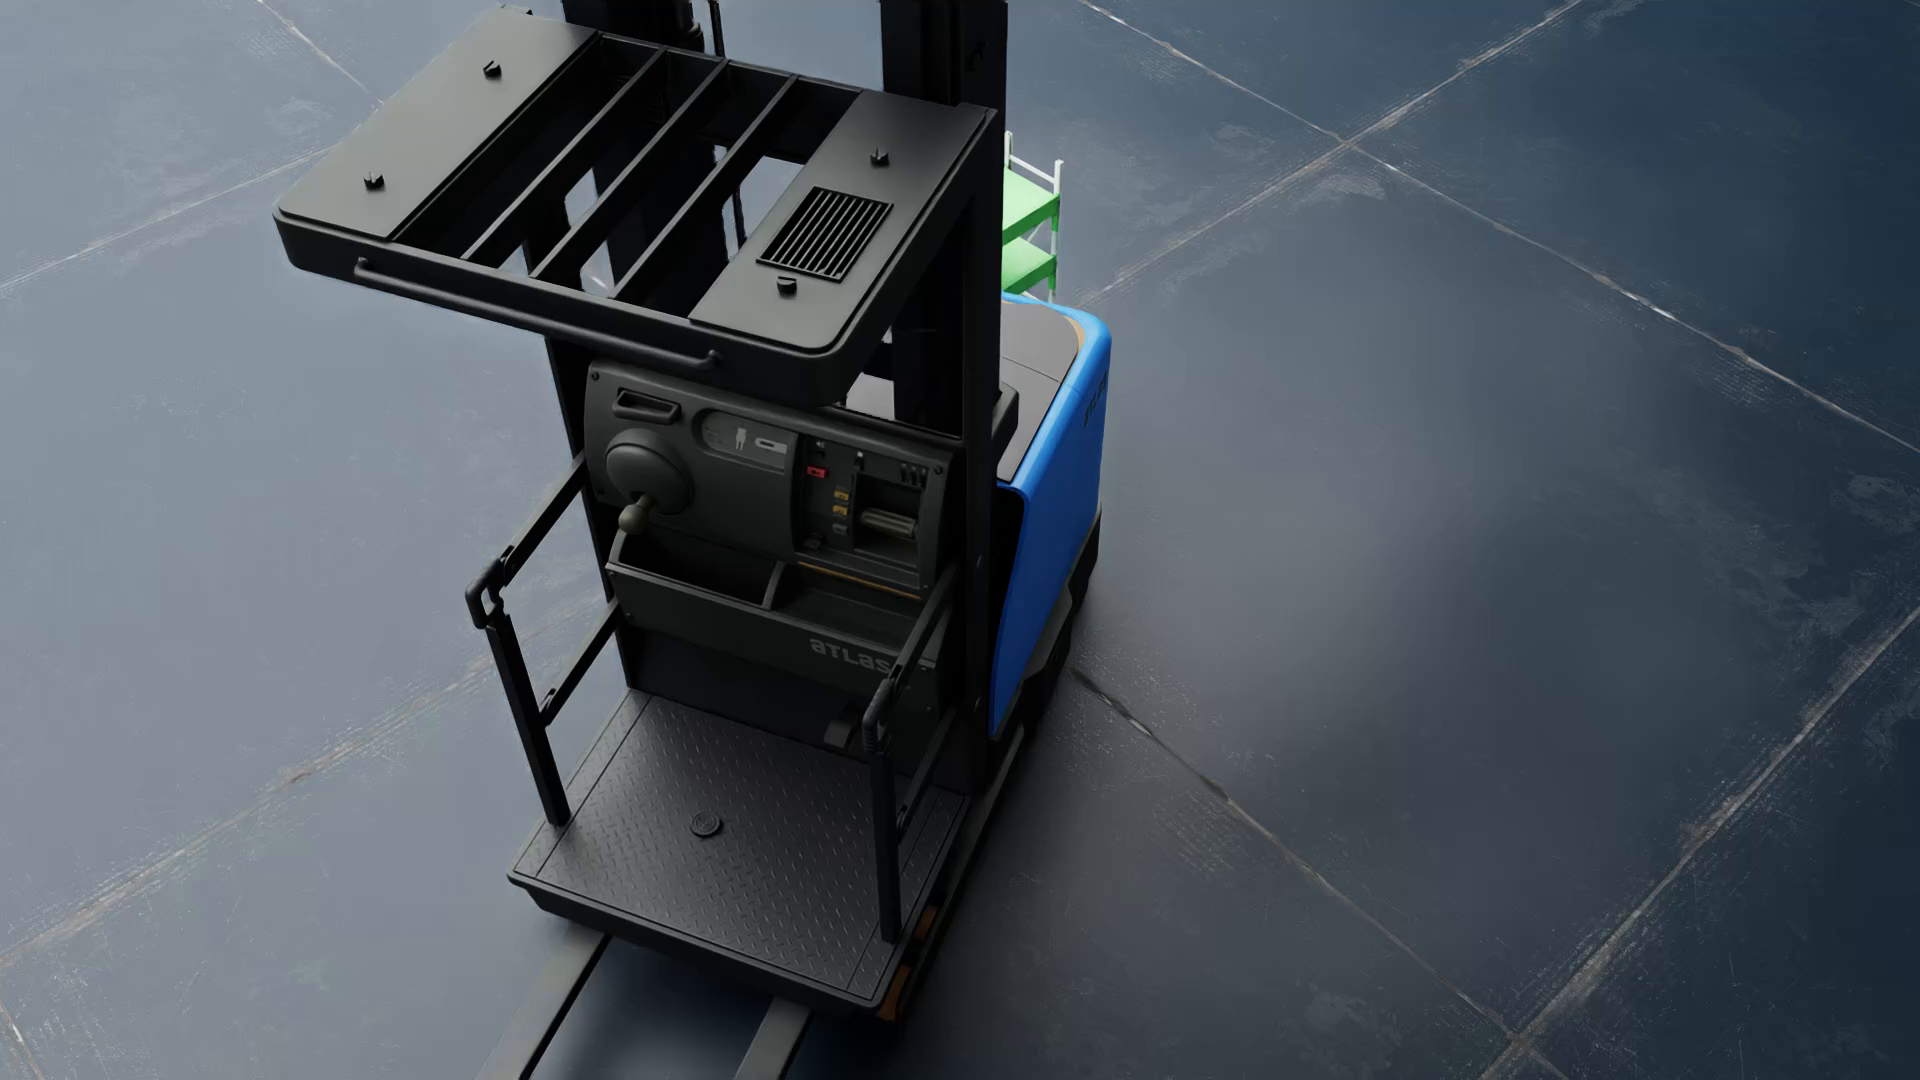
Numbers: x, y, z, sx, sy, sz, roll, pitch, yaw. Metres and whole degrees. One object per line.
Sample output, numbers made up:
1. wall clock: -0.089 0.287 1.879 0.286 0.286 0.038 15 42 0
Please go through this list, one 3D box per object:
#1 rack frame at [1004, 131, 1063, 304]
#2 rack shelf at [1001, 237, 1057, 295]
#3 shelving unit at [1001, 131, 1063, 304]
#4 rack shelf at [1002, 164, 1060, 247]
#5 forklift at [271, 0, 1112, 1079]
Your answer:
1. rack frame: 0.233 -0.837 5.706 0.240 1.200 0.015 36 57 28
2. rack shelf: 0.062 -0.828 5.458 0.258 0.148 0.480 36 57 28
3. shelving unit: 0.062 -0.709 5.588 0.258 1.200 0.503 36 57 28
4. rack shelf: 0.062 -0.991 5.282 0.258 0.148 0.480 36 57 28
5. forklift: -0.543 -0.041 3.794 1.130 2.935 3.031 16 49 14
